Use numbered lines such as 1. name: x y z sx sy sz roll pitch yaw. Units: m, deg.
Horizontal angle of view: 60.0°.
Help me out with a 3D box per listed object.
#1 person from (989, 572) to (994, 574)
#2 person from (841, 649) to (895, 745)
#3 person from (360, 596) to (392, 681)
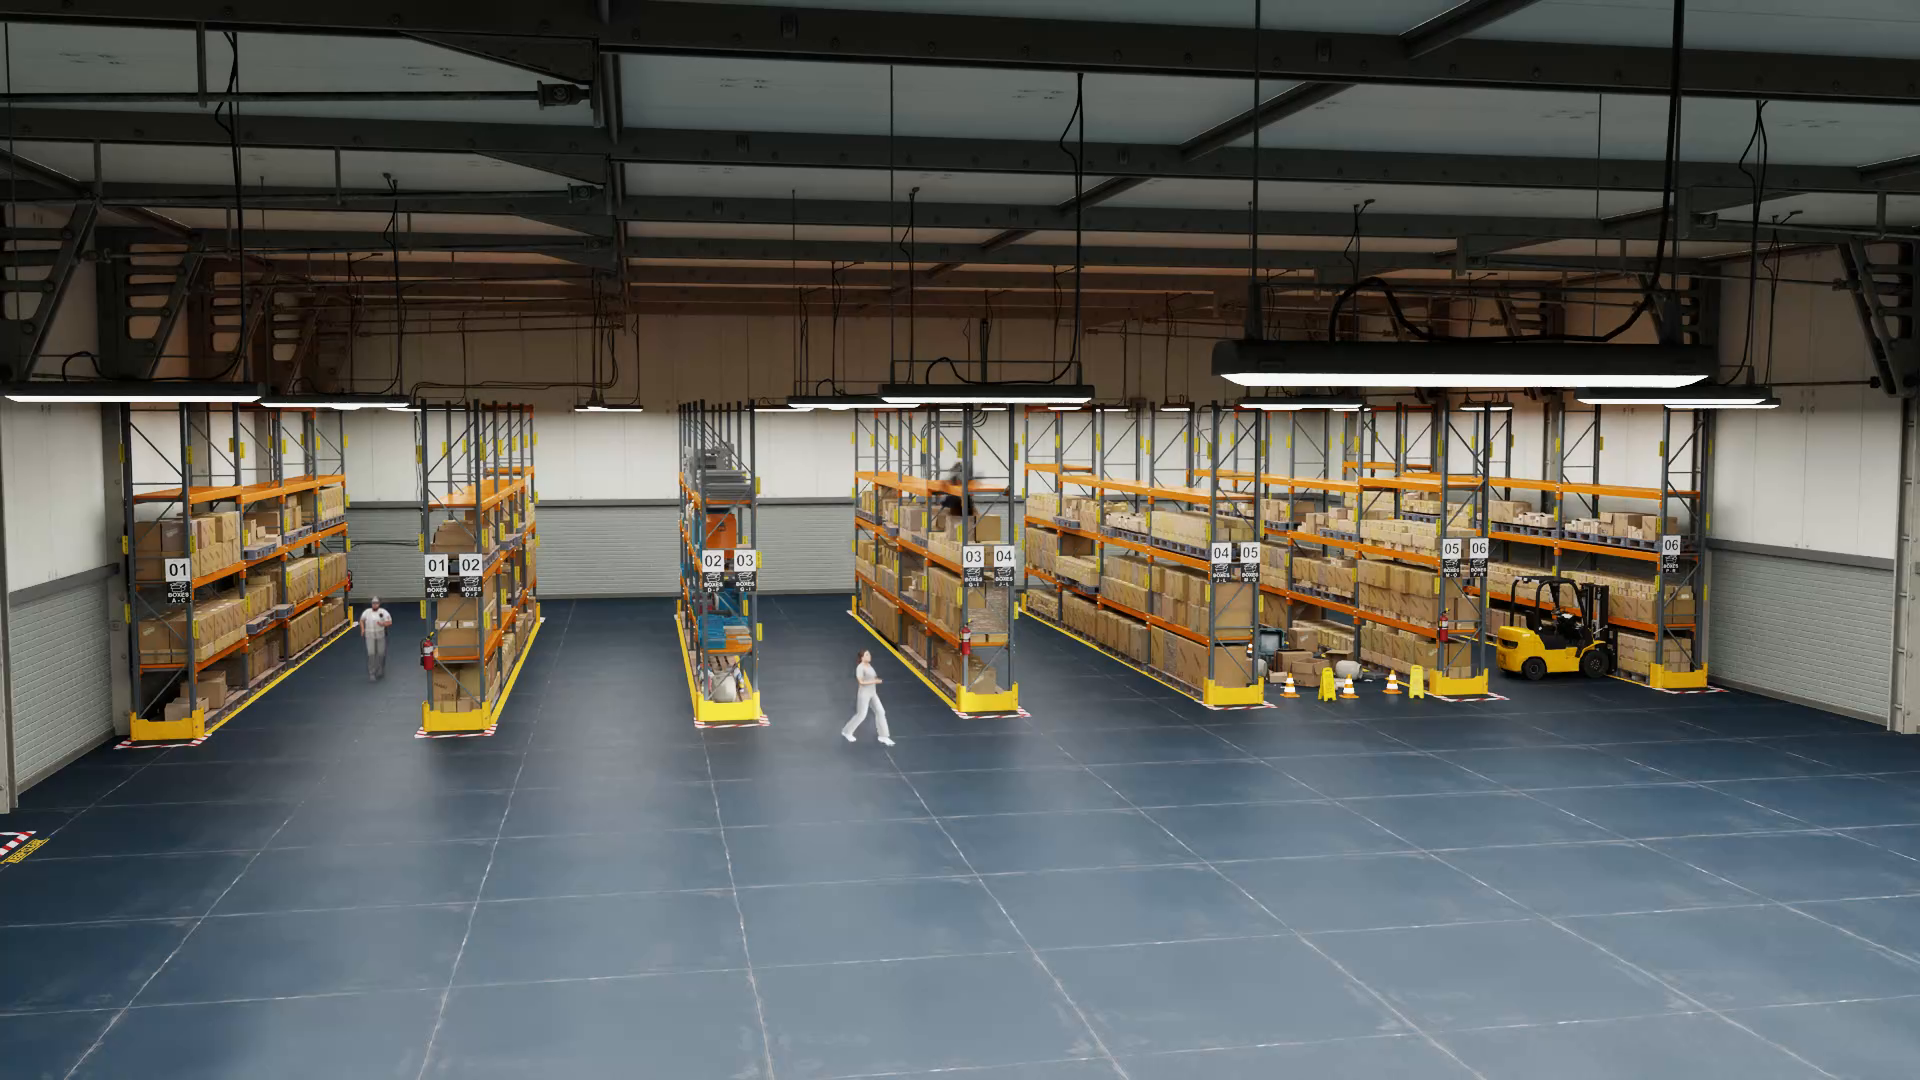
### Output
1. person: 0.700 1.232 47.810 0.770 1.715 0.961 0 4 4
2. person: -1.599 2.709 28.823 0.965 1.664 0.572 2 5 26
3. person: -12.634 2.100 35.978 0.658 1.782 0.976 -1 5 -18
